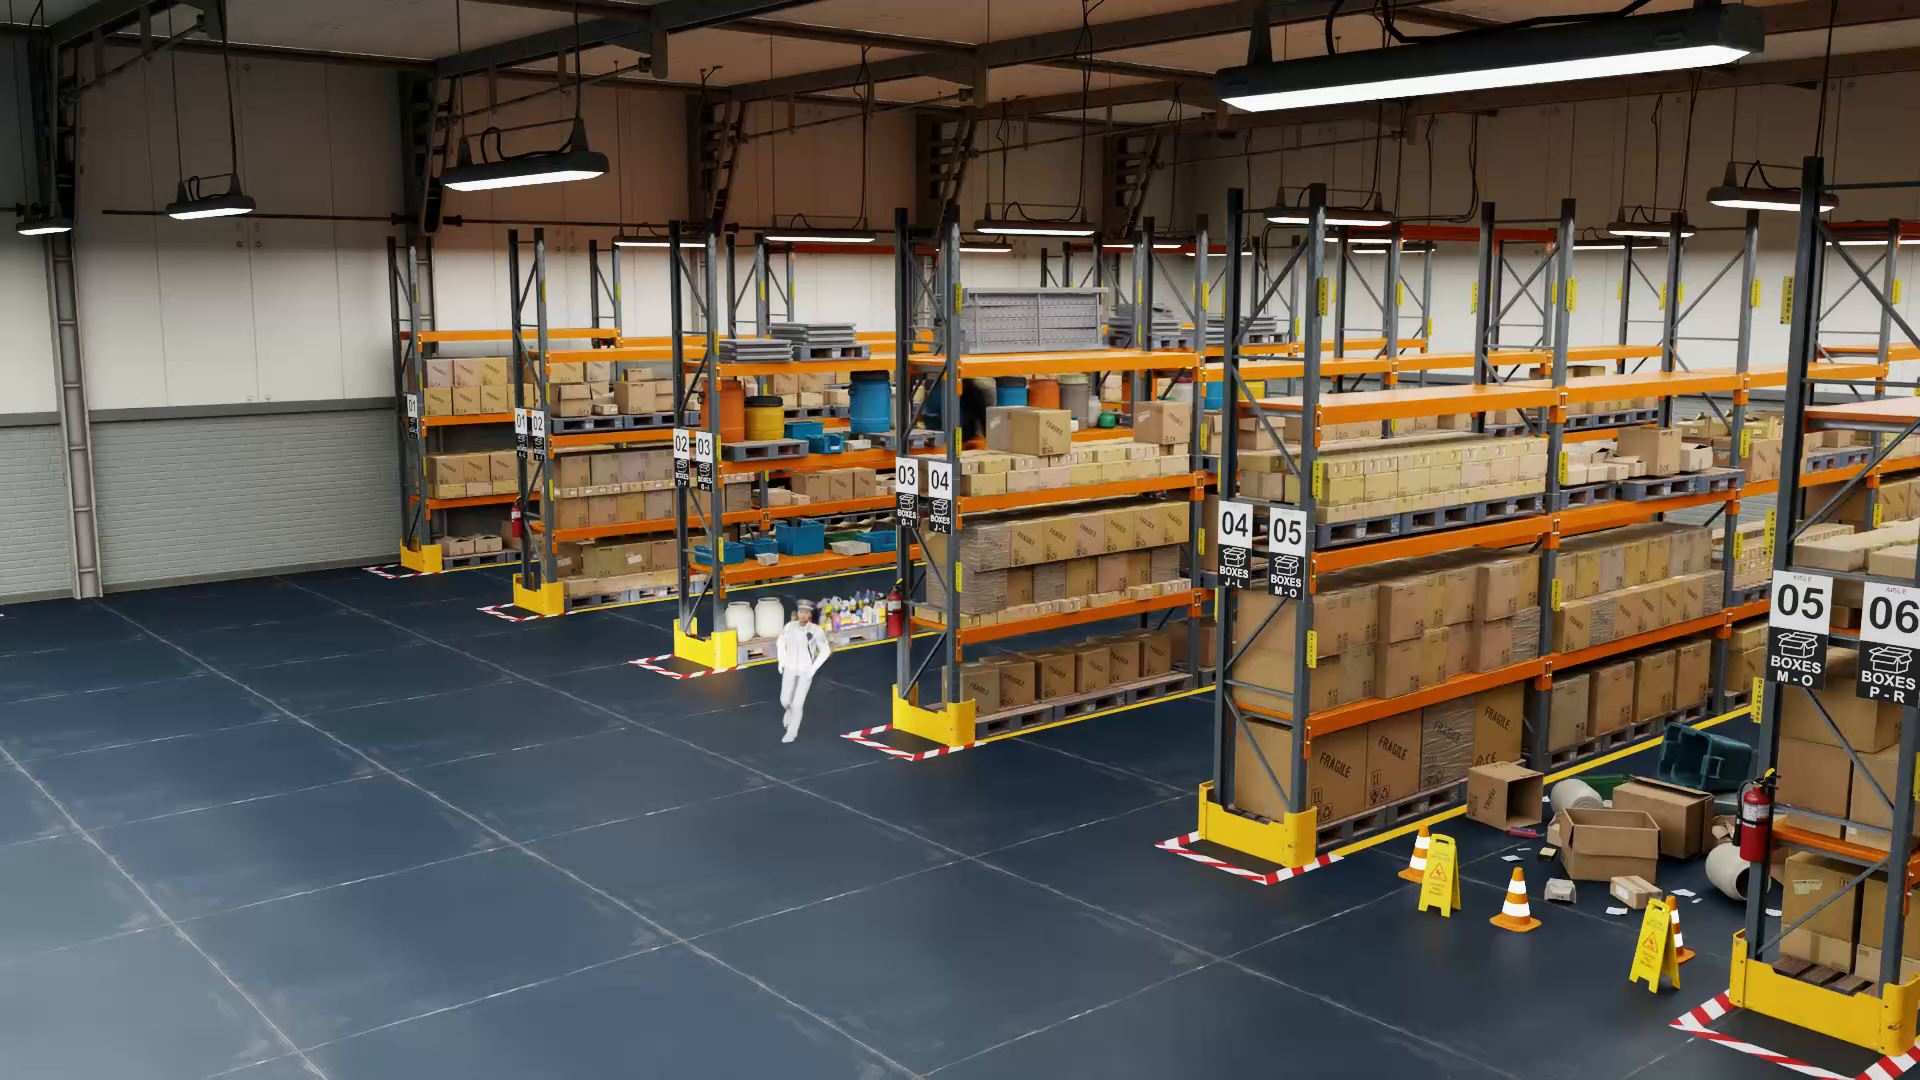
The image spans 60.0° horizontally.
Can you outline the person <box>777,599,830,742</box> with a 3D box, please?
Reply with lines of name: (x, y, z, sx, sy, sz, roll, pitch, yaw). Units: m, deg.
person: (-1.785, 1.468, 18.969, 0.645, 1.656, 0.525, 1, 9, 8)
